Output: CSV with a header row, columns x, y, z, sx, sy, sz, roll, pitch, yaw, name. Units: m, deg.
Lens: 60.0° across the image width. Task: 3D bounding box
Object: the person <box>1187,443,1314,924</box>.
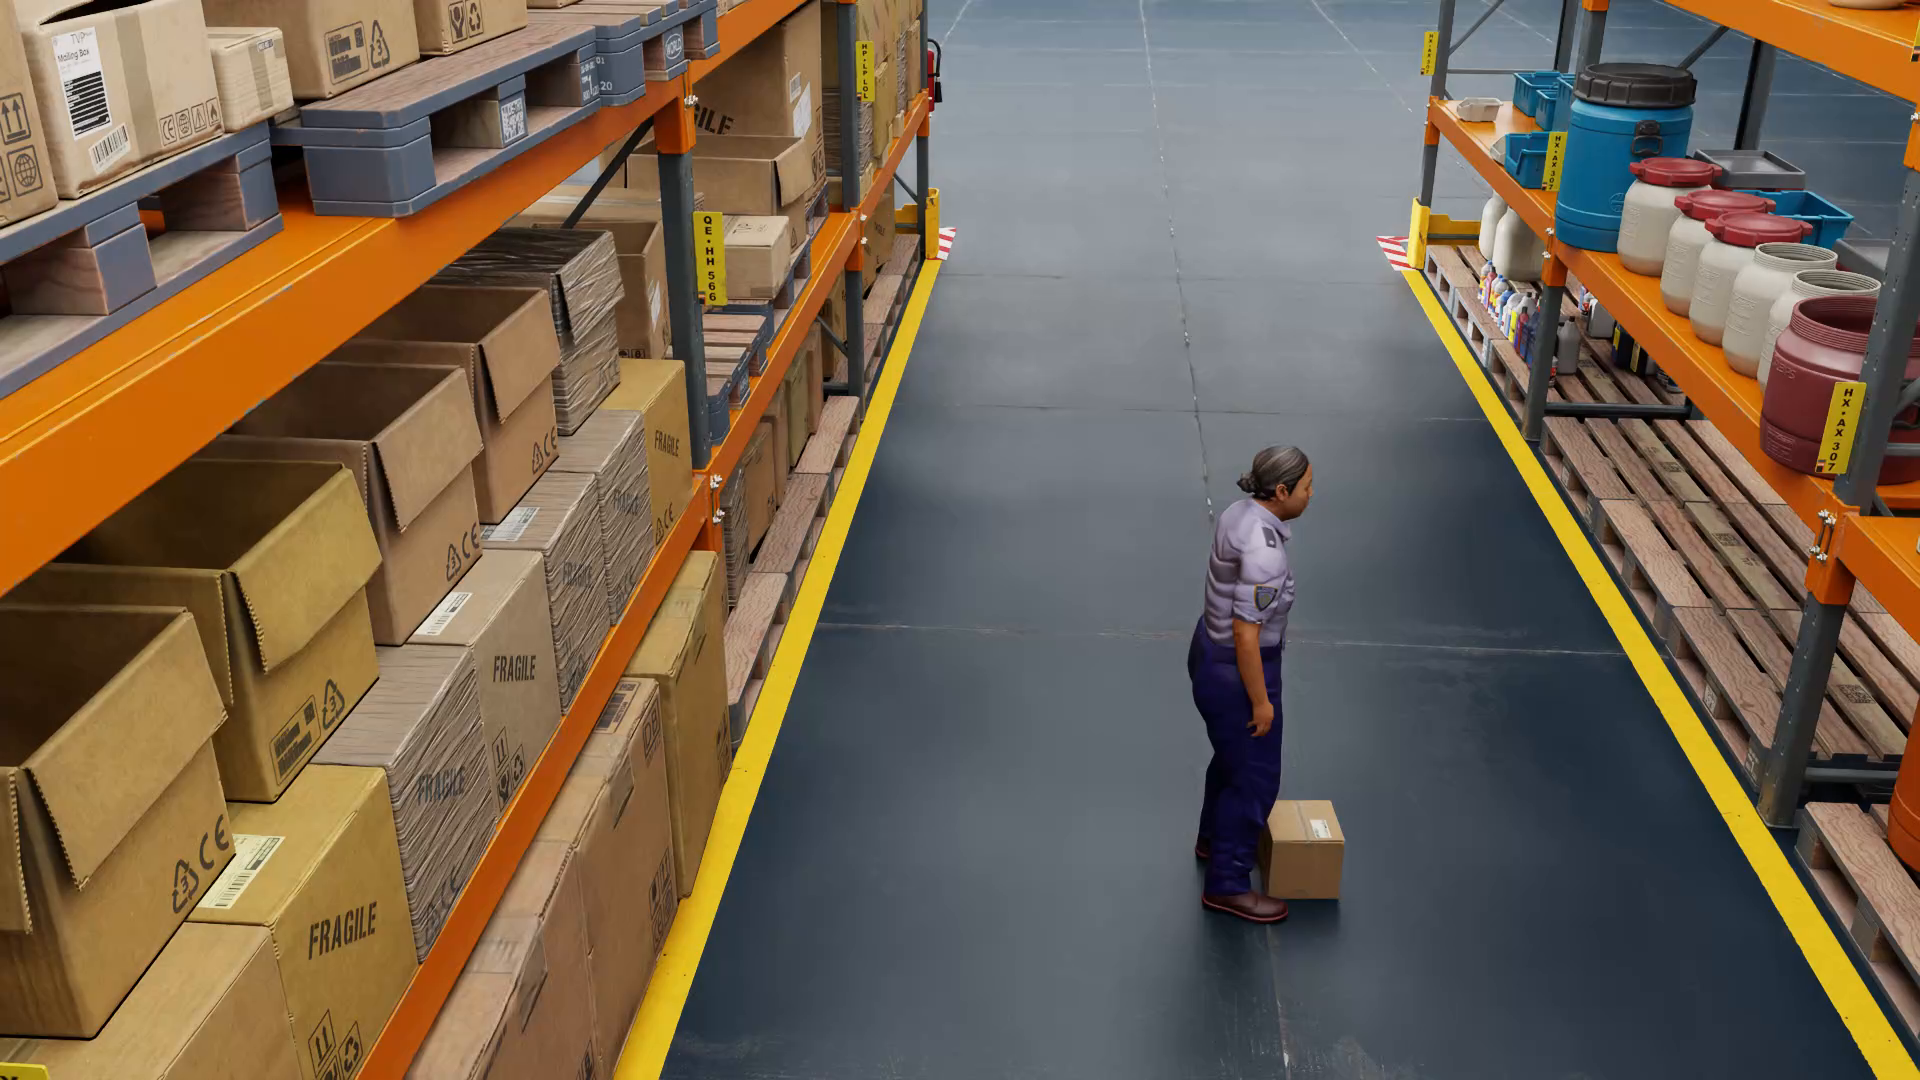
x,y,z,sx,sy,sz,roll,pitch,yaw,name
0.966,0.458,5.620,0.375,1.650,0.548,1,25,2,person
